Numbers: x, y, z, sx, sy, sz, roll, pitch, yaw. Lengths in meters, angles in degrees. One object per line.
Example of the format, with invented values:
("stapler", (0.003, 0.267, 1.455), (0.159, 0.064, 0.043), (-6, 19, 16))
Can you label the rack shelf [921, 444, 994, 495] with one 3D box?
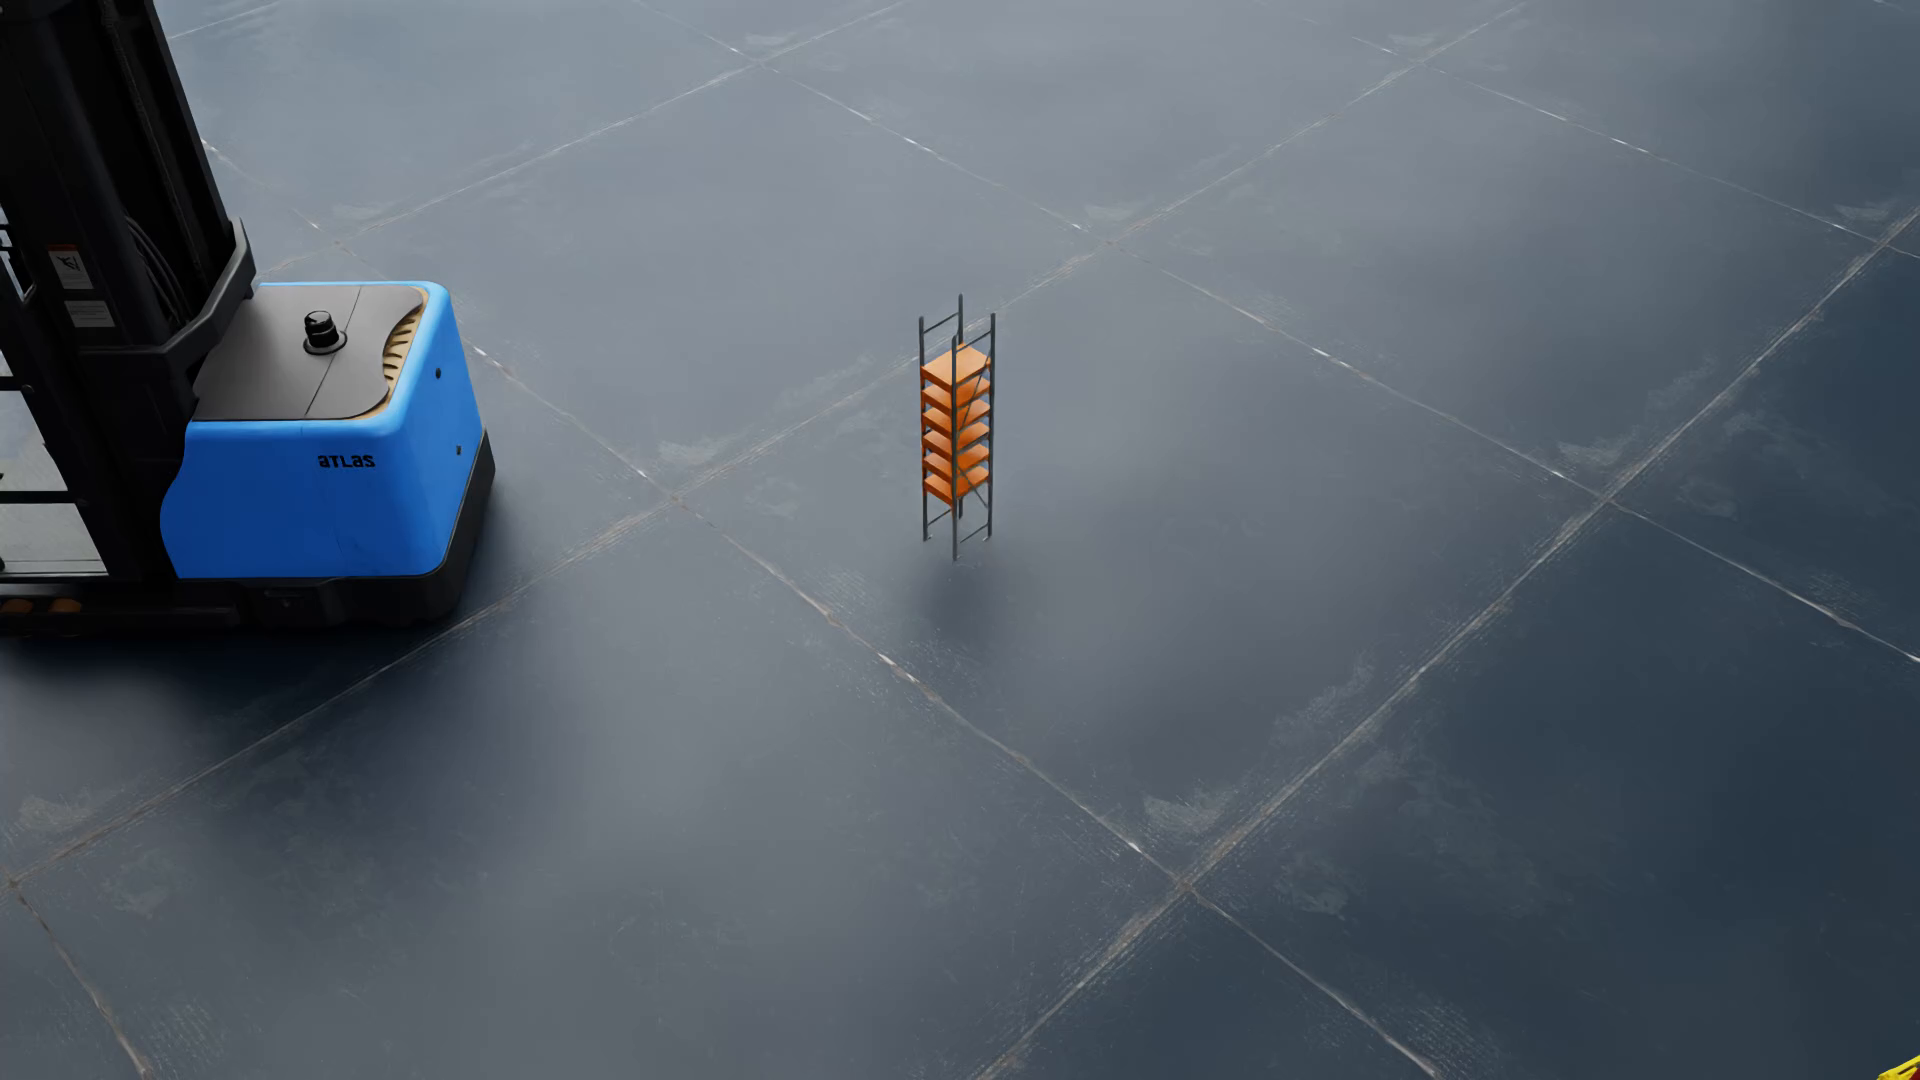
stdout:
("rack shelf", (-0.010, -0.327, 7.079), (0.258, 0.103, 0.180), (-34, 53, -31))

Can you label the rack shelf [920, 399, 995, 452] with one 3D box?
("rack shelf", (-0.010, -0.503, 6.916), (0.258, 0.103, 0.180), (-34, 53, -31))

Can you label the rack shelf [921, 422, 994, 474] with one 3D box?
("rack shelf", (-0.010, -0.415, 6.998), (0.258, 0.103, 0.180), (-34, 53, -31))

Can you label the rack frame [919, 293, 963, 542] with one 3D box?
("rack frame", (-0.075, -0.492, 7.015), (0.240, 1.200, 0.006), (-34, 53, -31))

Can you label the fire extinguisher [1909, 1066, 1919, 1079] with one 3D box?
("fire extinguisher", (2.373, 1.225, 3.888), (0.296, 0.674, 0.183), (-34, 53, -31))

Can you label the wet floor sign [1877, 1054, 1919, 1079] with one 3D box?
("wet floor sign", (2.751, 1.733, 5.016), (0.267, 0.644, 0.232), (-18, 46, -18))

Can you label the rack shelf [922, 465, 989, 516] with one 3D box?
("rack shelf", (-0.010, -0.239, 7.161), (0.258, 0.103, 0.180), (-34, 53, -31))

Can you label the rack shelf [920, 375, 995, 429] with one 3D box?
("rack shelf", (-0.010, -0.591, 6.835), (0.258, 0.103, 0.180), (-34, 53, -31))

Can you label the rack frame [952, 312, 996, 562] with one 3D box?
("rack frame", (0.054, -0.404, 6.920), (0.240, 1.200, 0.006), (-34, 53, -31))

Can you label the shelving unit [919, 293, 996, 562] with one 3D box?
("shelving unit", (-0.010, -0.448, 6.968), (0.258, 1.200, 0.189), (-34, 53, -31))

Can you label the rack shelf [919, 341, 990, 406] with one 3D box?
("rack shelf", (-0.010, -0.679, 6.754), (0.258, 0.103, 0.180), (-34, 53, -31))

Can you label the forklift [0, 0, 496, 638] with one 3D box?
("forklift", (-3.630, -1.034, 6.326), (3.031, 2.935, 1.130), (-1, 43, -1))
